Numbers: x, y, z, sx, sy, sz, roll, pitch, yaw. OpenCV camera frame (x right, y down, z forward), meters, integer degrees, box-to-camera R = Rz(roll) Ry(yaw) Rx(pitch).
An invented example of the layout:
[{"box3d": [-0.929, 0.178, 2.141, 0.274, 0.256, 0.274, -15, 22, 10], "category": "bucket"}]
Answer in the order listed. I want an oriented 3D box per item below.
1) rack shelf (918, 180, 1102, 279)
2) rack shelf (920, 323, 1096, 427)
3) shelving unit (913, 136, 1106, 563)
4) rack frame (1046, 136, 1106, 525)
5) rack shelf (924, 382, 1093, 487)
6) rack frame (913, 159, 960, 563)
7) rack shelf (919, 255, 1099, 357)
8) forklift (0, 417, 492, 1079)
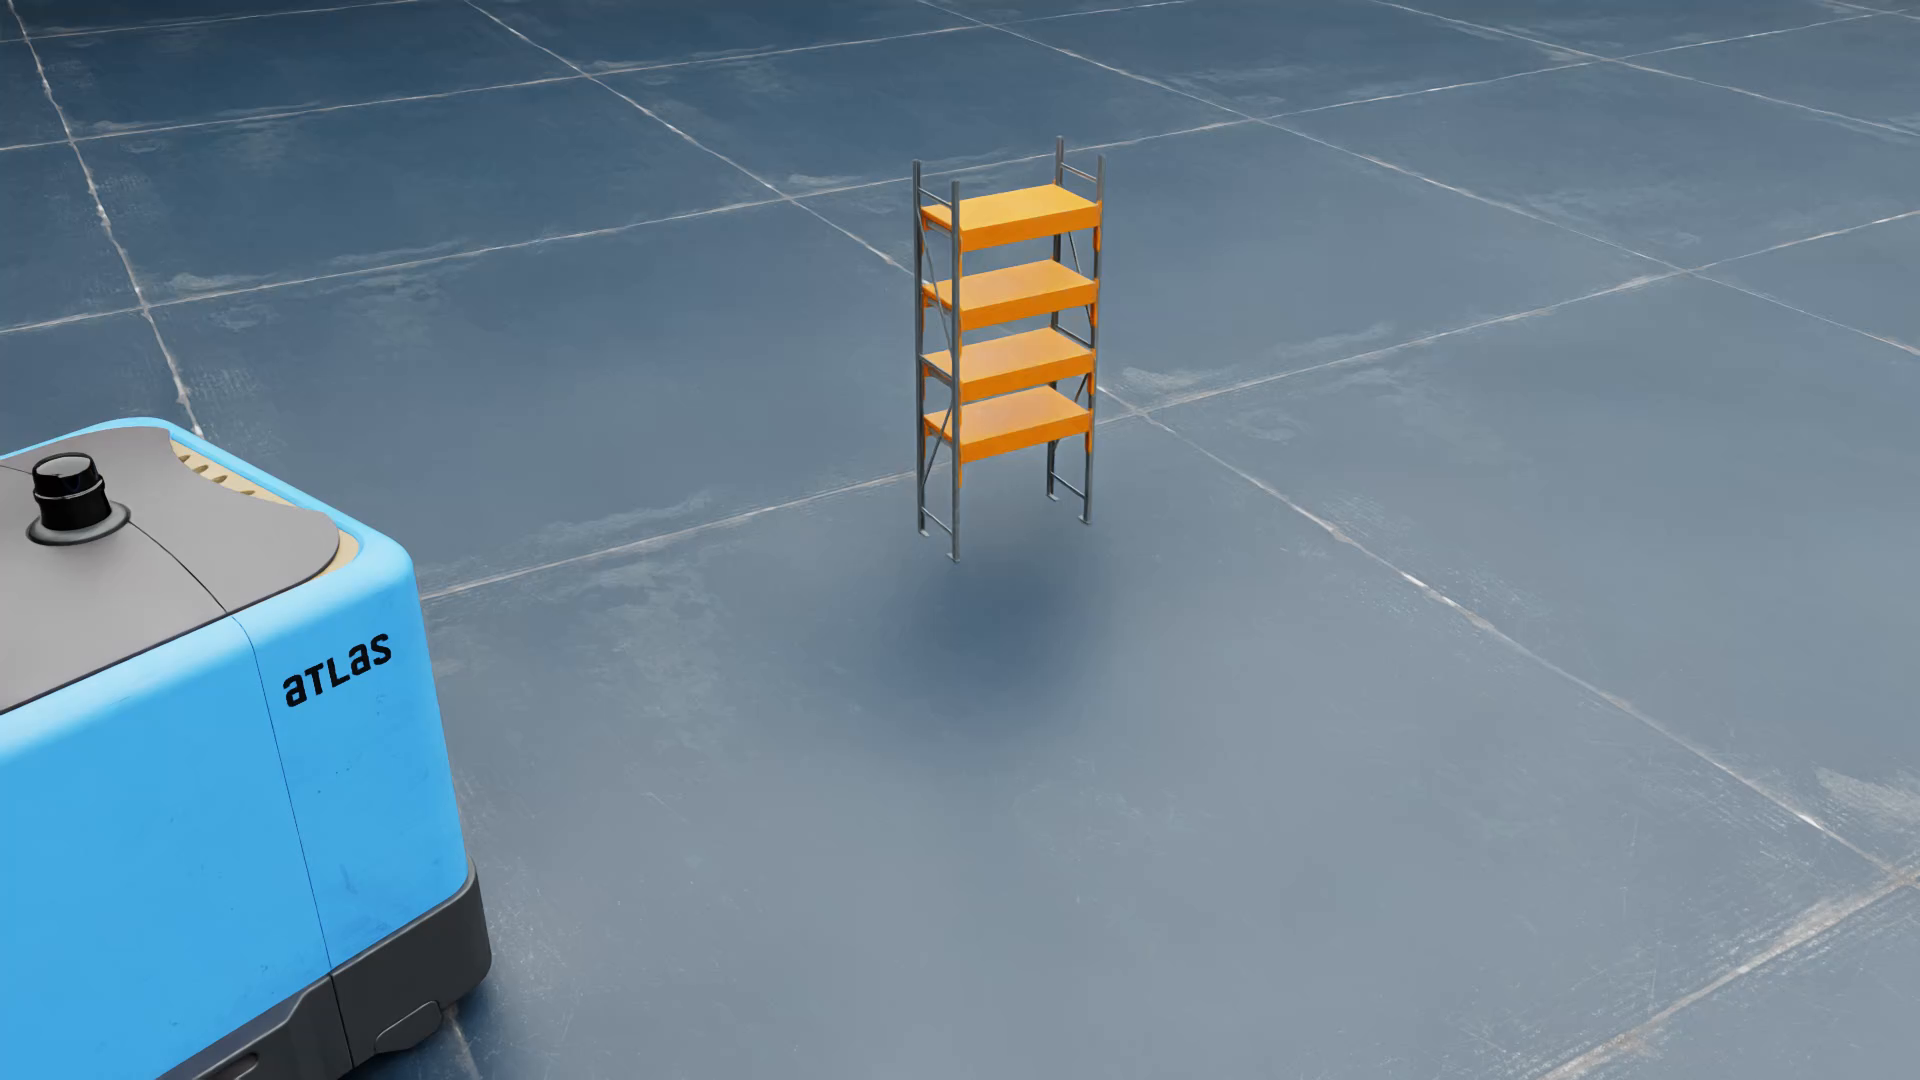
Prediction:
[{"box3d": [0.143, -0.910, 4.844, 0.480, 0.148, 0.258, -16, 33, -26], "category": "rack shelf"}, {"box3d": [0.143, -0.507, 5.066, 0.480, 0.148, 0.258, -16, 33, -26], "category": "rack shelf"}, {"box3d": [0.143, -0.566, 5.034, 0.503, 1.200, 0.258, -16, 33, -26], "category": "shelving unit"}, {"box3d": [0.353, -0.626, 5.142, 0.015, 1.200, 0.240, -16, 33, -26], "category": "rack frame"}, {"box3d": [0.143, -0.333, 5.162, 0.480, 0.148, 0.258, -16, 33, -26], "category": "rack shelf"}, {"box3d": [-0.068, -0.506, 4.925, 0.015, 1.200, 0.240, -16, 33, -26], "category": "rack frame"}, {"box3d": [0.143, -0.703, 4.958, 0.480, 0.148, 0.258, -16, 33, -26], "category": "rack shelf"}, {"box3d": [-2.306, 0.072, 2.087, 1.130, 2.935, 3.031, 22, 36, 34], "category": "forklift"}]
